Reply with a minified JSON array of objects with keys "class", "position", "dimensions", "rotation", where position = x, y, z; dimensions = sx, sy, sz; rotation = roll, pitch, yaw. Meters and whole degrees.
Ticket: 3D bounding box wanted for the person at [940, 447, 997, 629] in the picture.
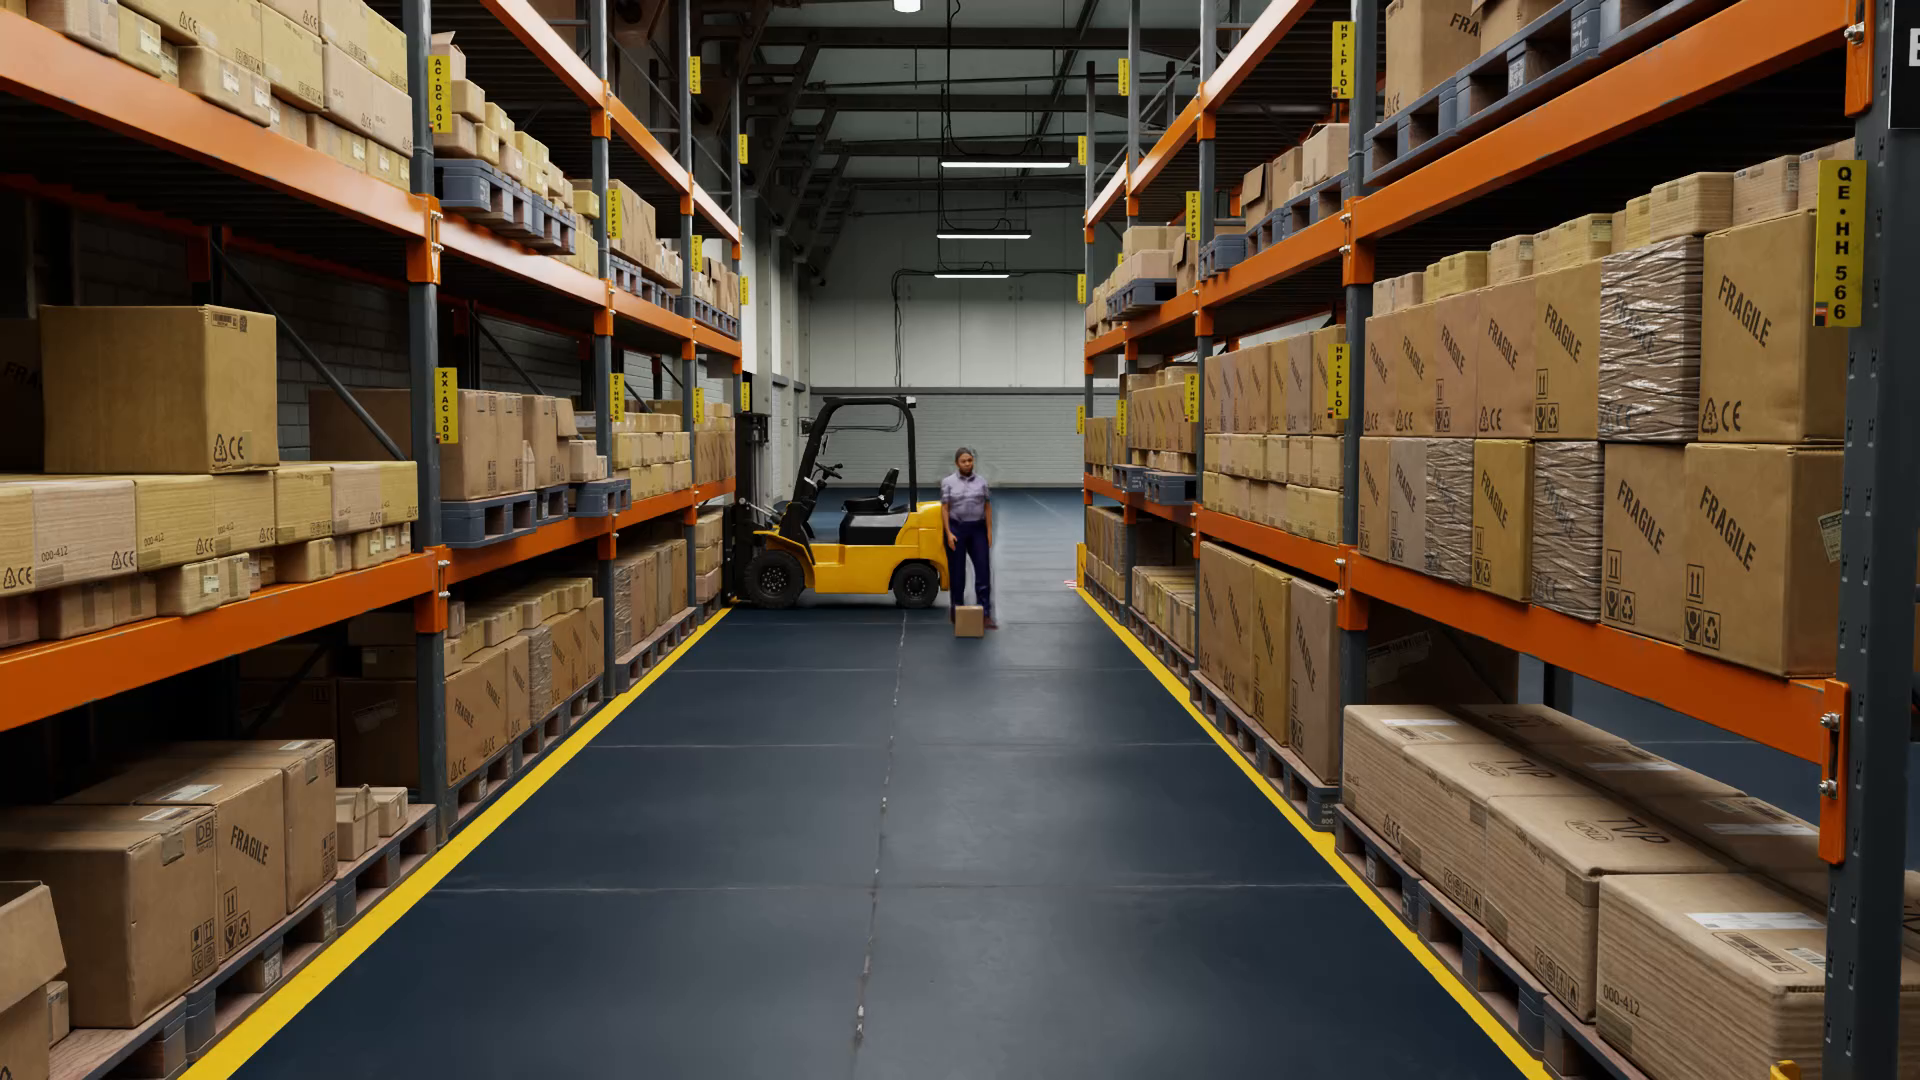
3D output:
[{"class":"person","position":[0.074,-0.013,15.368],"dimensions":[0.497,1.658,0.500],"rotation":[-1,4,-13]}]
